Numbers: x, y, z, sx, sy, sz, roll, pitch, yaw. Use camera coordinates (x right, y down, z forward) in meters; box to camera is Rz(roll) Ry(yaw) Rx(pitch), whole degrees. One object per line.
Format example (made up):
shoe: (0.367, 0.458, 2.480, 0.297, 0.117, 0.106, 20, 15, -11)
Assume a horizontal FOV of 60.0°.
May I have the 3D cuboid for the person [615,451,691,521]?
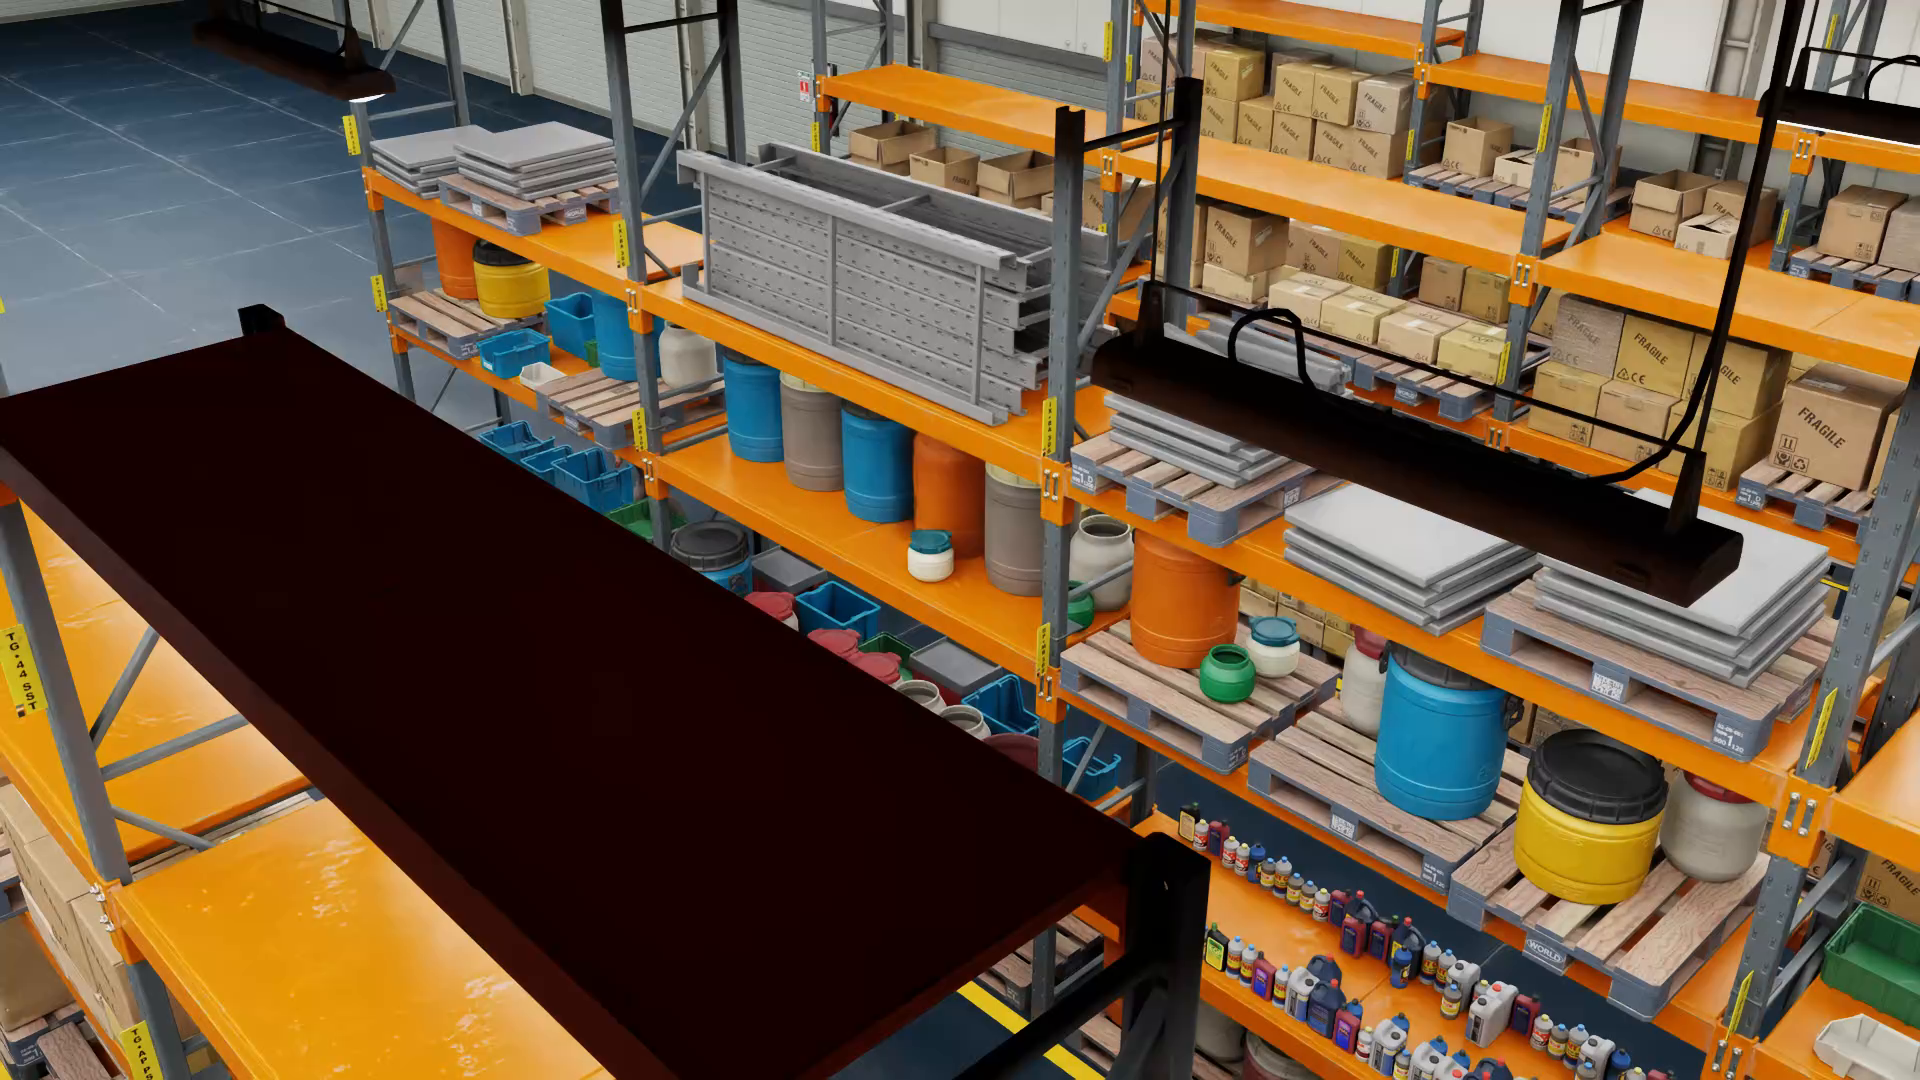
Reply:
person: (-3.200, -0.868, 16.662, 1.069, 1.660, 0.568, 8, 29, 14)
